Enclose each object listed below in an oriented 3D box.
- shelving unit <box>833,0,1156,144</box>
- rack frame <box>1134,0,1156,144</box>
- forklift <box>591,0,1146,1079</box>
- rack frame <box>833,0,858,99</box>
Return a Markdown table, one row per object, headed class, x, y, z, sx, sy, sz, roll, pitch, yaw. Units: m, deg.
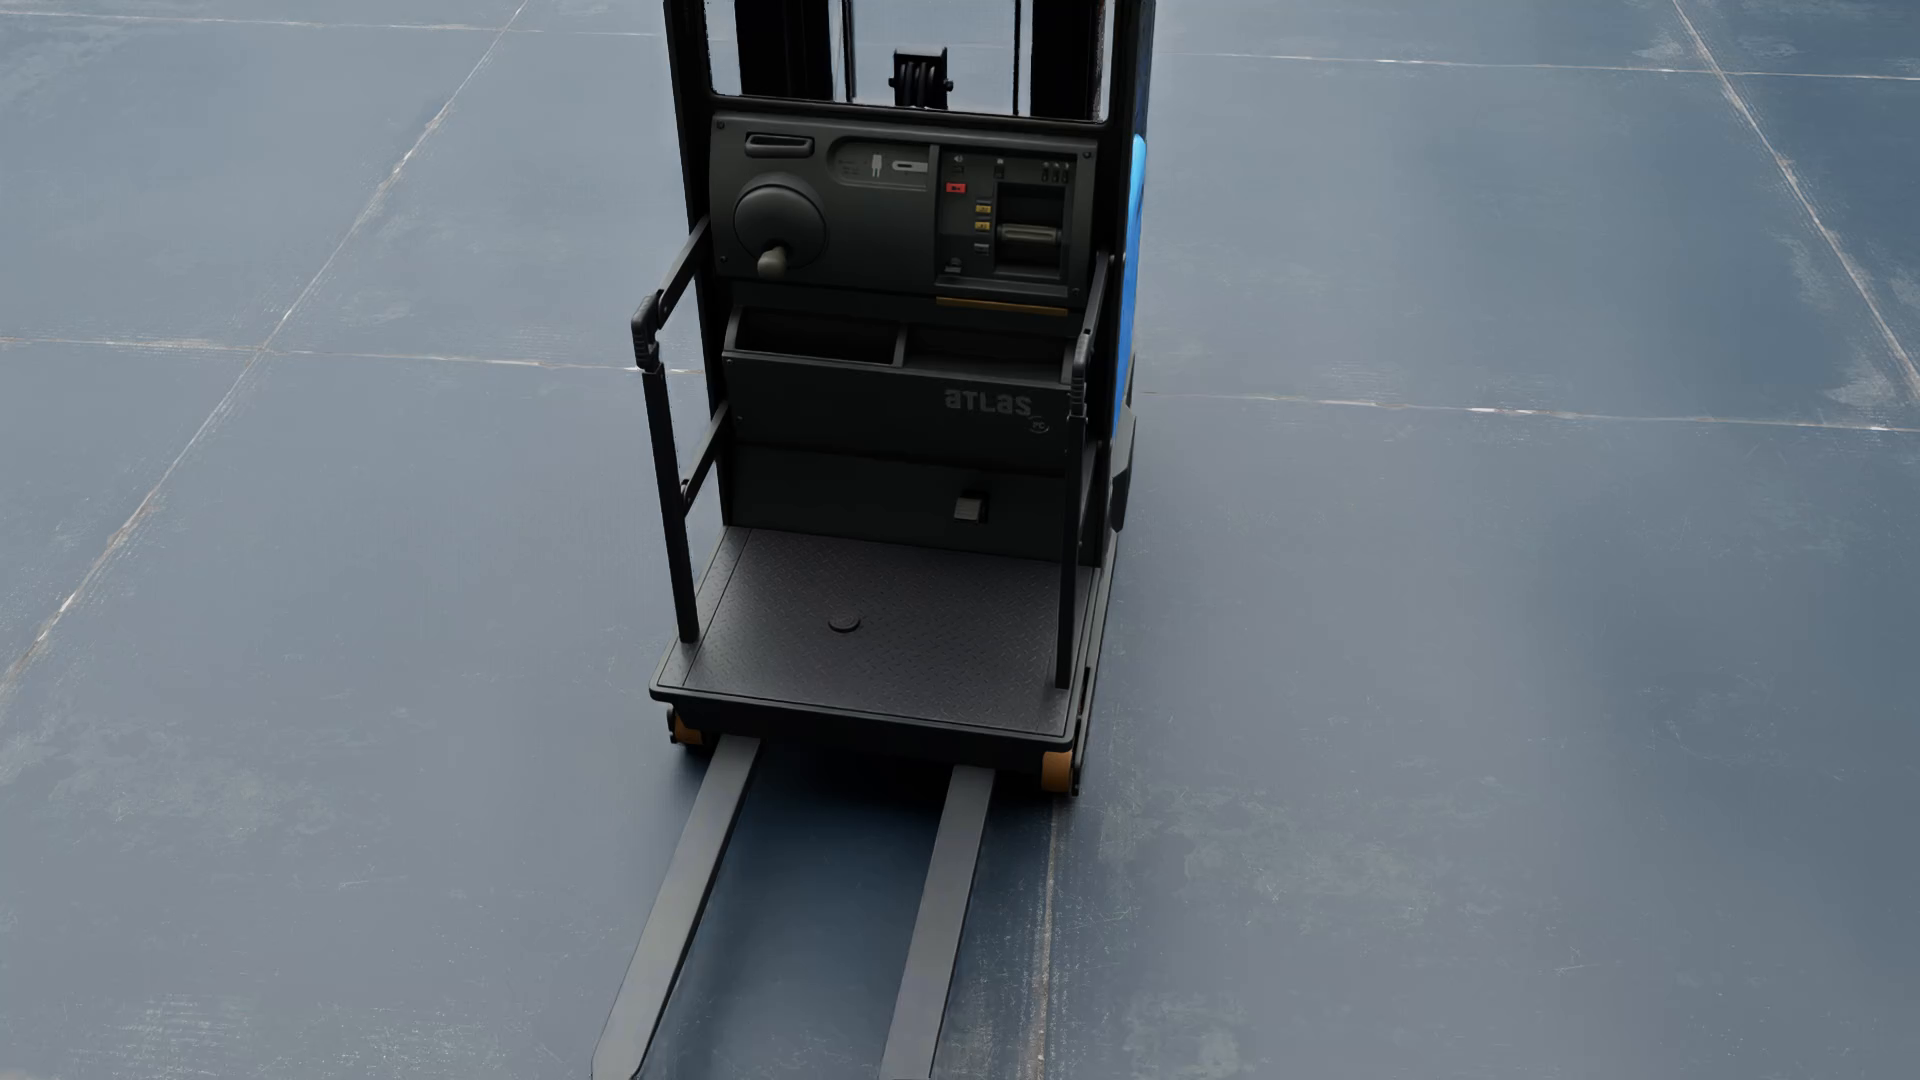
| class | x | y | z | sx | sy | sz | roll | pitch | yaw |
| --- | --- | --- | --- | --- | --- | --- | --- | --- | --- |
| shelving unit | 0.096 | -1.300 | 5.654 | 1.048 | 1.500 | 0.538 | 5 | 39 | 6 |
| rack frame | 0.600 | -1.257 | 5.602 | 0.032 | 1.500 | 0.500 | 5 | 39 | 6 |
| forklift | -0.178 | -0.716 | 3.808 | 1.130 | 2.935 | 3.031 | 6 | 40 | 8 |
| rack frame | -0.408 | -1.342 | 5.706 | 0.032 | 1.500 | 0.500 | 5 | 39 | 6 |
